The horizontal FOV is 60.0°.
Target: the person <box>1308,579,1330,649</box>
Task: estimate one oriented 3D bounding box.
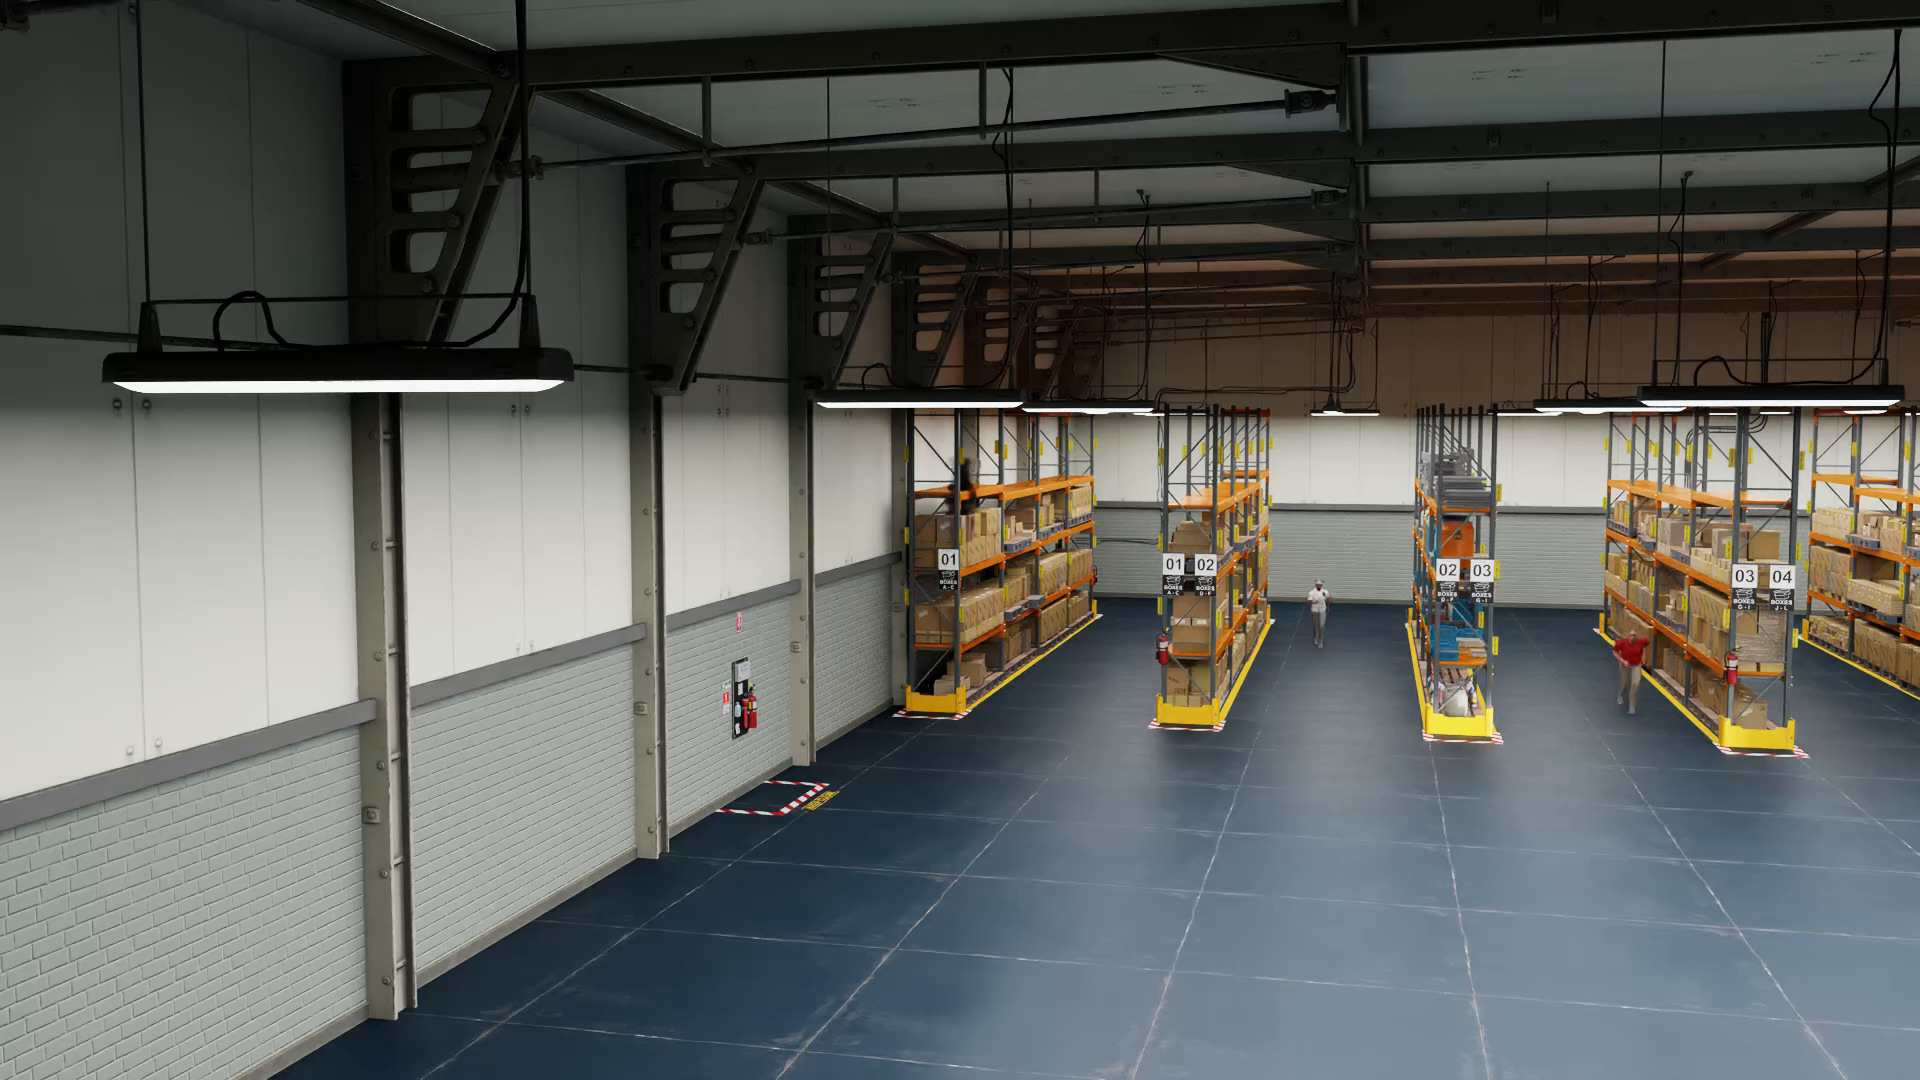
[{"bbox_3d":[9.006,1.832,41.751,0.556,1.739,0.862,1,4,12],"label":"person"}]

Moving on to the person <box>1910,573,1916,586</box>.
[{"bbox_3d":[24.891,1.700,43.706,0.686,1.718,0.588,0,4,6],"label":"person"}]

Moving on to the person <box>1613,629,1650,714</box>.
[{"bbox_3d":[13.164,2.542,32.715,0.705,1.694,1.025,1,4,7],"label":"person"}]
